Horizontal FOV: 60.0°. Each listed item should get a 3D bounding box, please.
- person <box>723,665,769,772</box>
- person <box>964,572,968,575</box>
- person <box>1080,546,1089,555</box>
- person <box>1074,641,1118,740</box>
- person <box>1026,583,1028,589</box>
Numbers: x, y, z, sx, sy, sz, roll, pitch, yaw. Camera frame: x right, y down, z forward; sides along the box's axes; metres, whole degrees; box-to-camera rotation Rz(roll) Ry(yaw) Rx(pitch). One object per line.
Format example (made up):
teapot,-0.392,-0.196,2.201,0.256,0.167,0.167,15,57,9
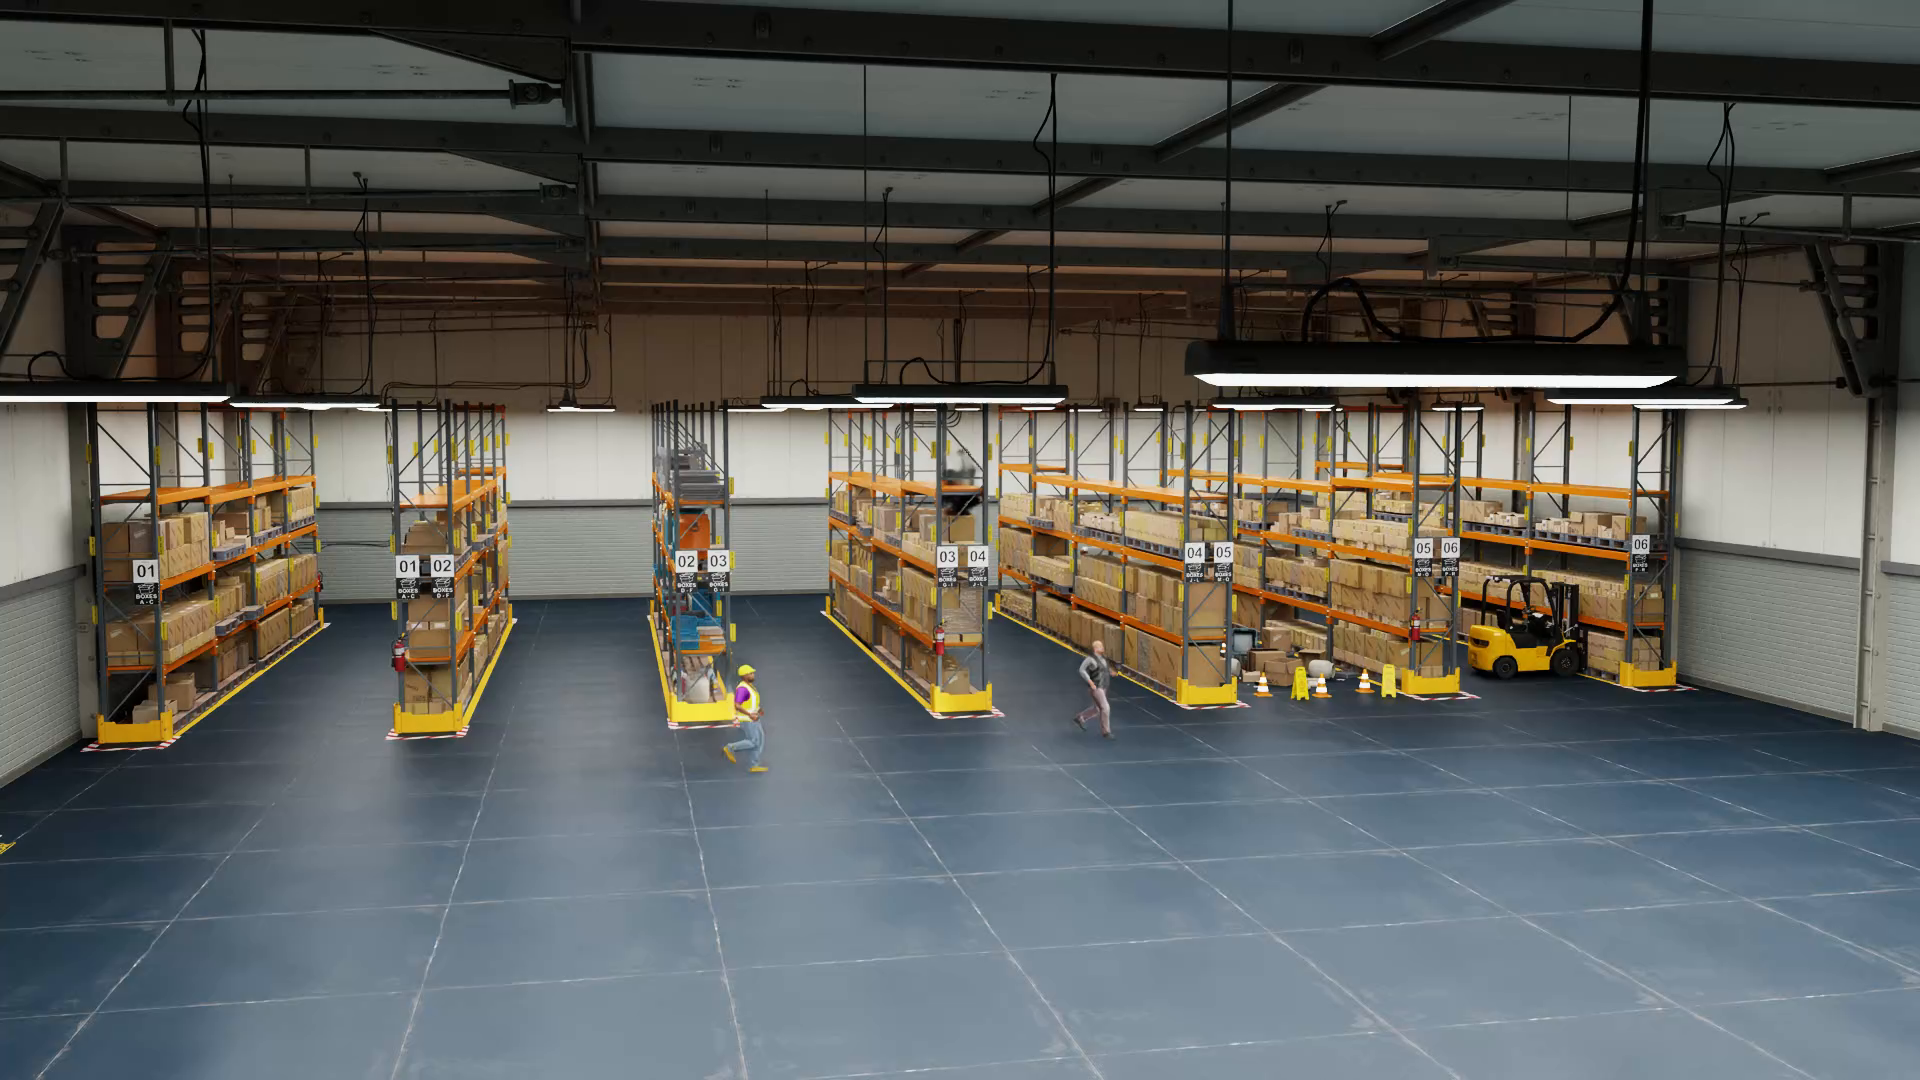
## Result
person,-3.415,2.861,26.611,0.712,1.731,0.700,0,4,5
person,0.270,1.474,45.394,0.552,1.628,0.577,-1,4,-10
person,3.760,1.024,50.360,0.703,1.669,0.707,0,4,-3
person,2.427,2.642,29.513,0.888,1.735,0.649,3,5,33
person,2.188,1.179,49.821,0.609,1.624,0.625,2,5,26
